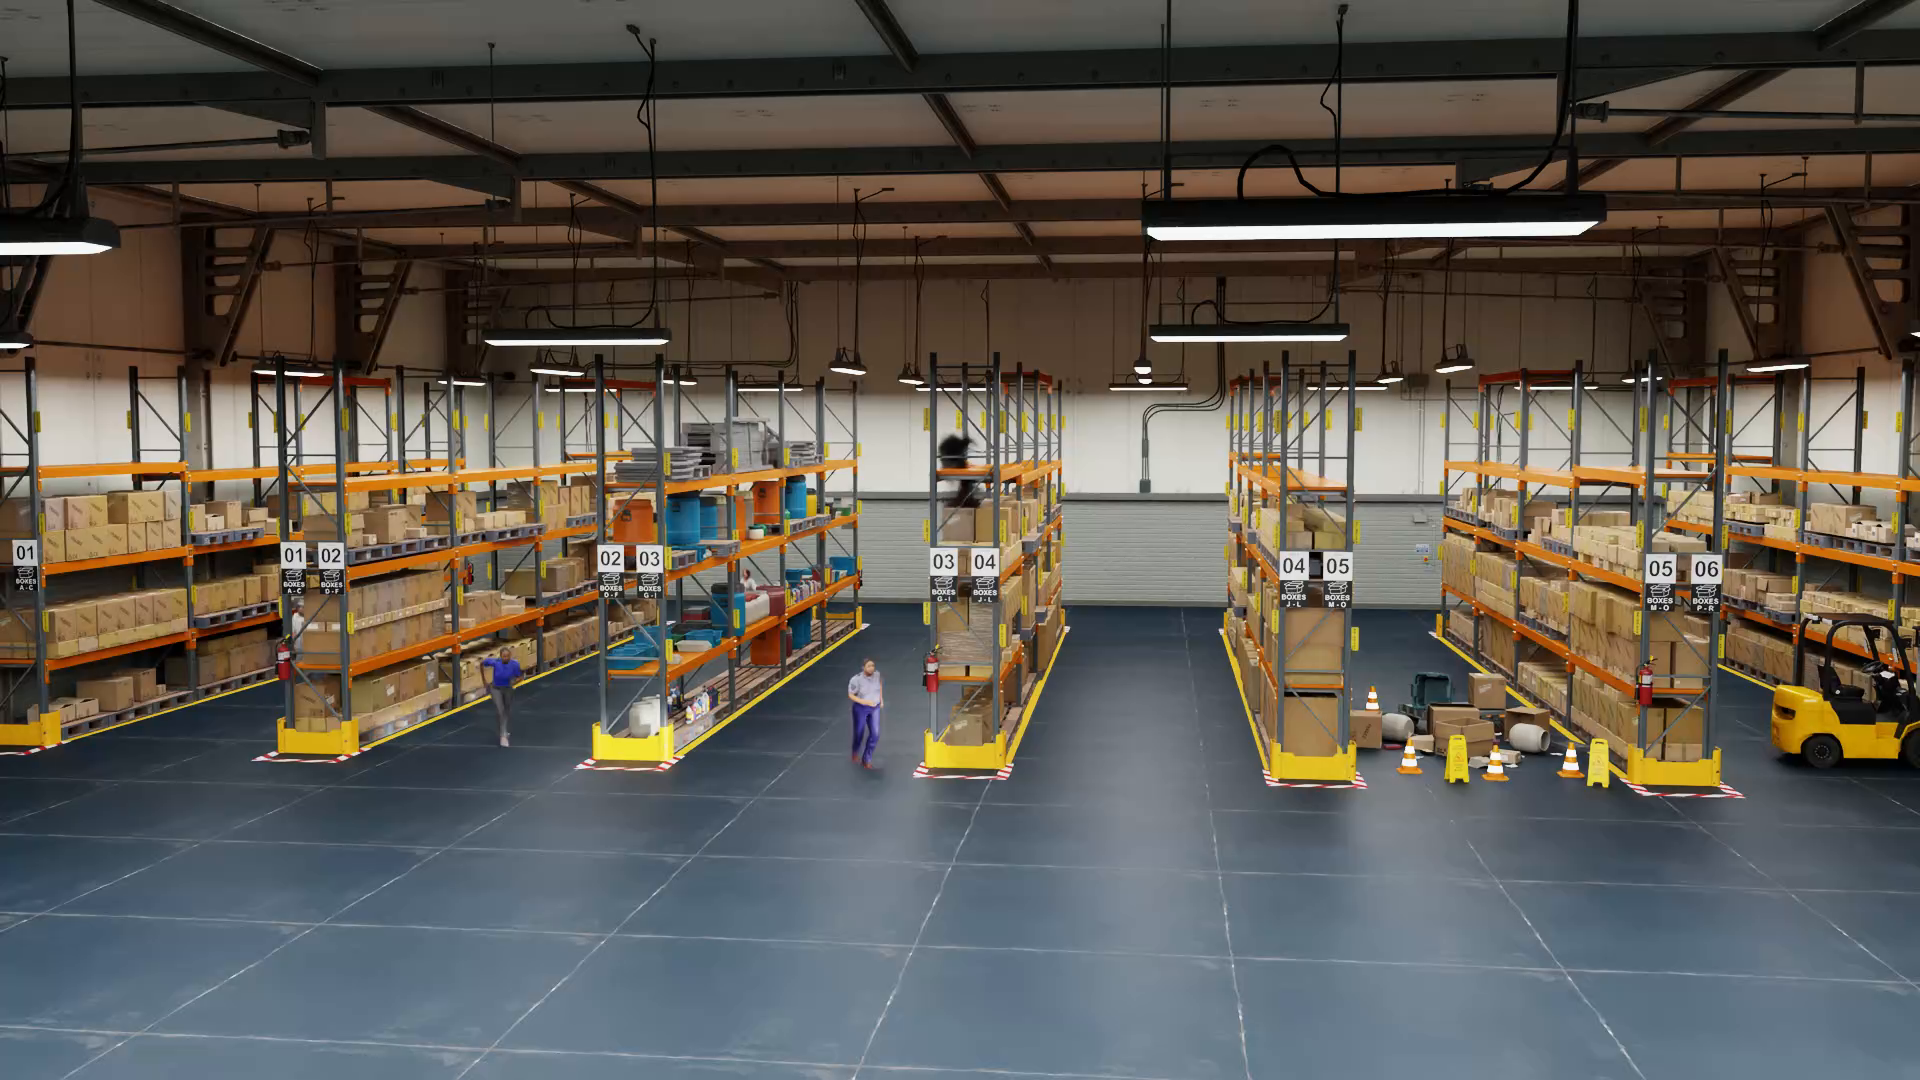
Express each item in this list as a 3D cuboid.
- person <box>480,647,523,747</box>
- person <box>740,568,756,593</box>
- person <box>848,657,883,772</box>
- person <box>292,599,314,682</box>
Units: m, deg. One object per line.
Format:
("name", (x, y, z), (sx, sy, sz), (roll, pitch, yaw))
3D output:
("person", (-7.146, 2.435, 25.903), (0.623, 1.585, 0.955), (-2, 4, -23))
("person", (-4.946, 1.462, 38.496), (0.536, 1.618, 0.799), (1, 4, 9))
("person", (-1.396, 2.511, 24.160), (0.585, 1.642, 0.765), (-1, 4, -20))
("person", (-12.010, 1.977, 30.458), (0.612, 1.838, 0.855), (0, 4, 1))
